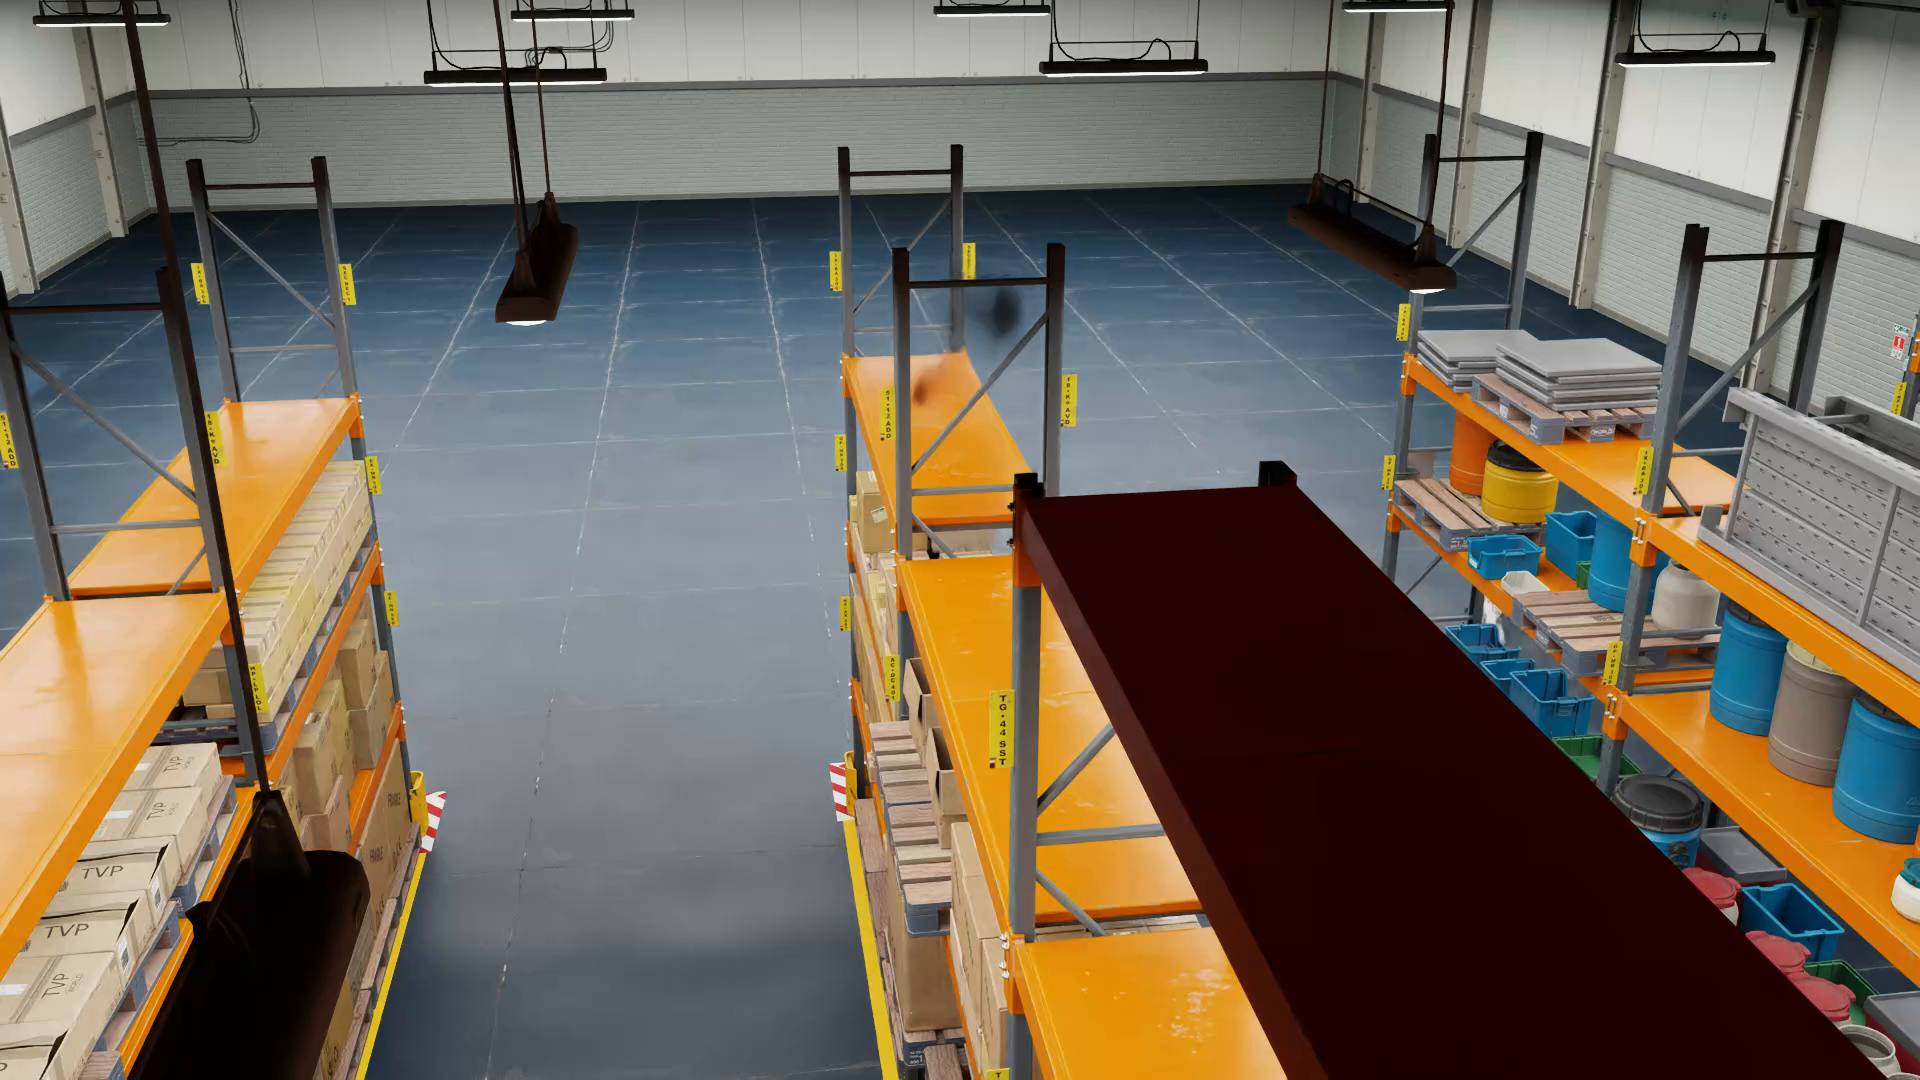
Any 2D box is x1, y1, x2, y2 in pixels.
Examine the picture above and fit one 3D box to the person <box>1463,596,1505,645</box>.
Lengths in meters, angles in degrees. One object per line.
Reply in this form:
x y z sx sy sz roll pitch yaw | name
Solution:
5.268 1.036 16.740 0.659 1.670 0.923 -20 29 -40 | person
